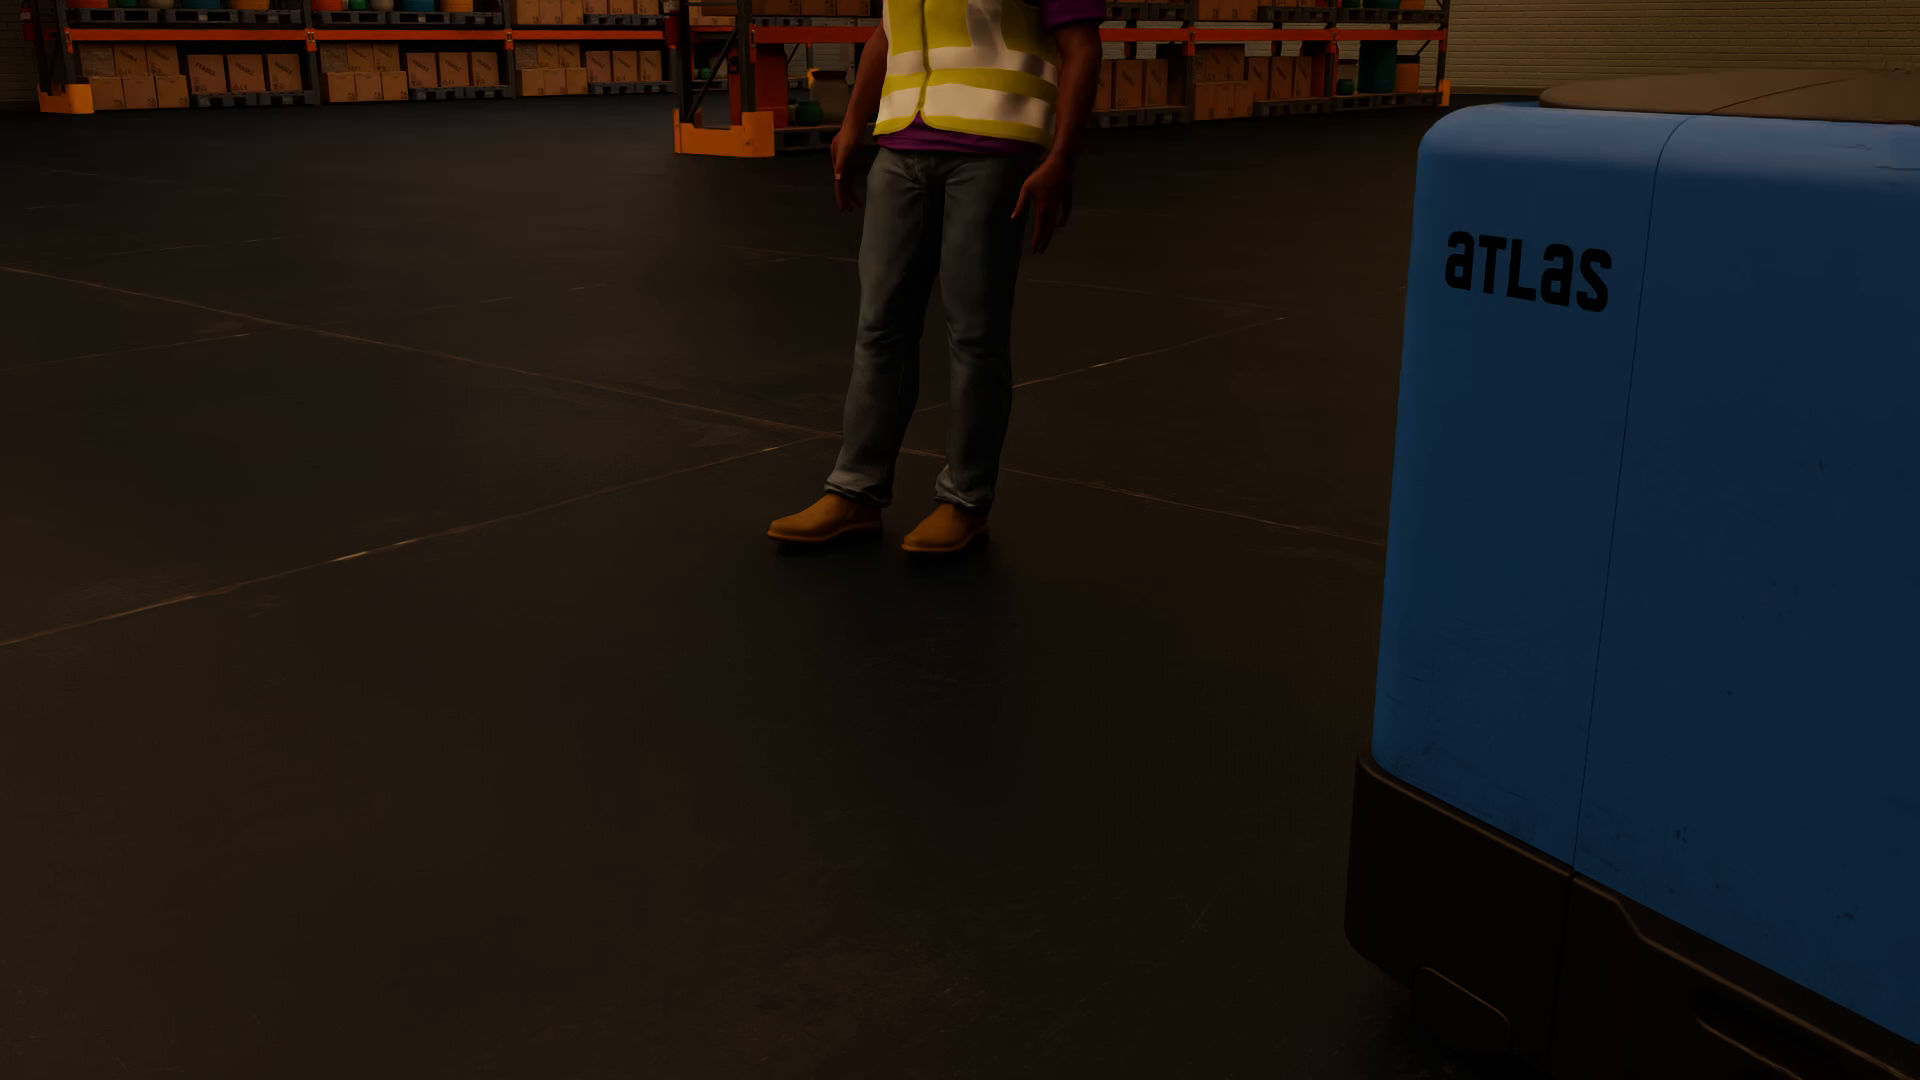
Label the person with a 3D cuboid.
[{"bbox_3d":[-0.049,-0.838,3.636,0.666,1.765,0.577,13,21,37],"label":"person"}]

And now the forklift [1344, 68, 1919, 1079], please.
[{"bbox_3d":[1.661,-0.549,0.704,1.130,2.935,3.031,-10,19,-29],"label":"forklift"}]
